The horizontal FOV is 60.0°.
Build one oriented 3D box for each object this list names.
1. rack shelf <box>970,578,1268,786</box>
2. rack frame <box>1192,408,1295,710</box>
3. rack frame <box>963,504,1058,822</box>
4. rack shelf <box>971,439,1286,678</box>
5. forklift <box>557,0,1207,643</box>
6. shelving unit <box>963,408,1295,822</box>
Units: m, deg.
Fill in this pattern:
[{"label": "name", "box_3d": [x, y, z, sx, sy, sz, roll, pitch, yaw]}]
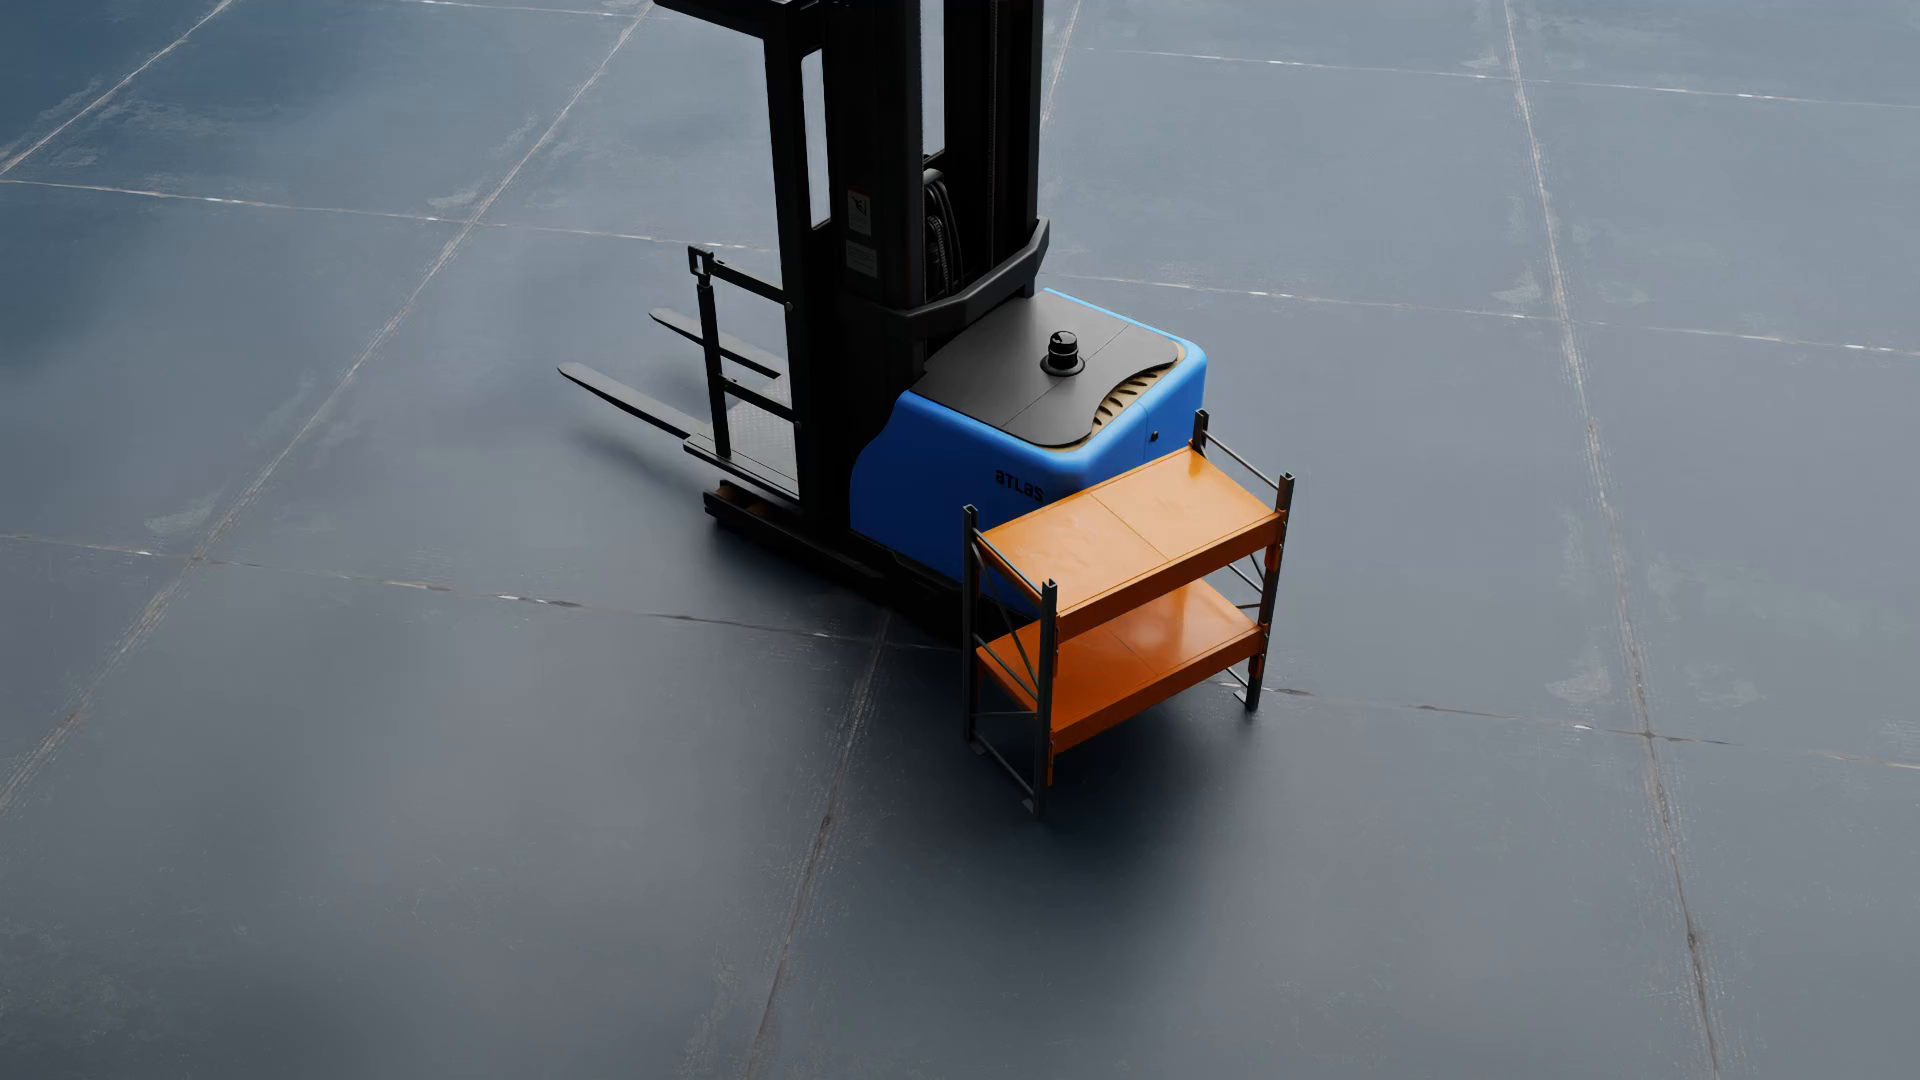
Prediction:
[{"label": "rack shelf", "box_3d": [0.585, 0.458, 6.197, 1.000, 0.278, 0.538, -23, 45, -25]}, {"label": "rack frame", "box_3d": [1.008, 0.090, 6.259, 0.032, 1.125, 0.500, -23, 45, -25]}, {"label": "rack frame", "box_3d": [0.162, 0.449, 5.824, 0.032, 1.125, 0.500, -23, 45, -25]}, {"label": "rack shelf", "box_3d": [0.585, 0.044, 5.855, 1.000, 0.278, 0.538, -23, 45, -25]}, {"label": "forklift", "box_3d": [-0.504, -1.370, 6.607, 3.031, 2.935, 1.130, 26, 46, 28]}, {"label": "shelving unit", "box_3d": [0.585, 0.269, 6.041, 1.048, 1.125, 0.538, -23, 45, -25]}]
